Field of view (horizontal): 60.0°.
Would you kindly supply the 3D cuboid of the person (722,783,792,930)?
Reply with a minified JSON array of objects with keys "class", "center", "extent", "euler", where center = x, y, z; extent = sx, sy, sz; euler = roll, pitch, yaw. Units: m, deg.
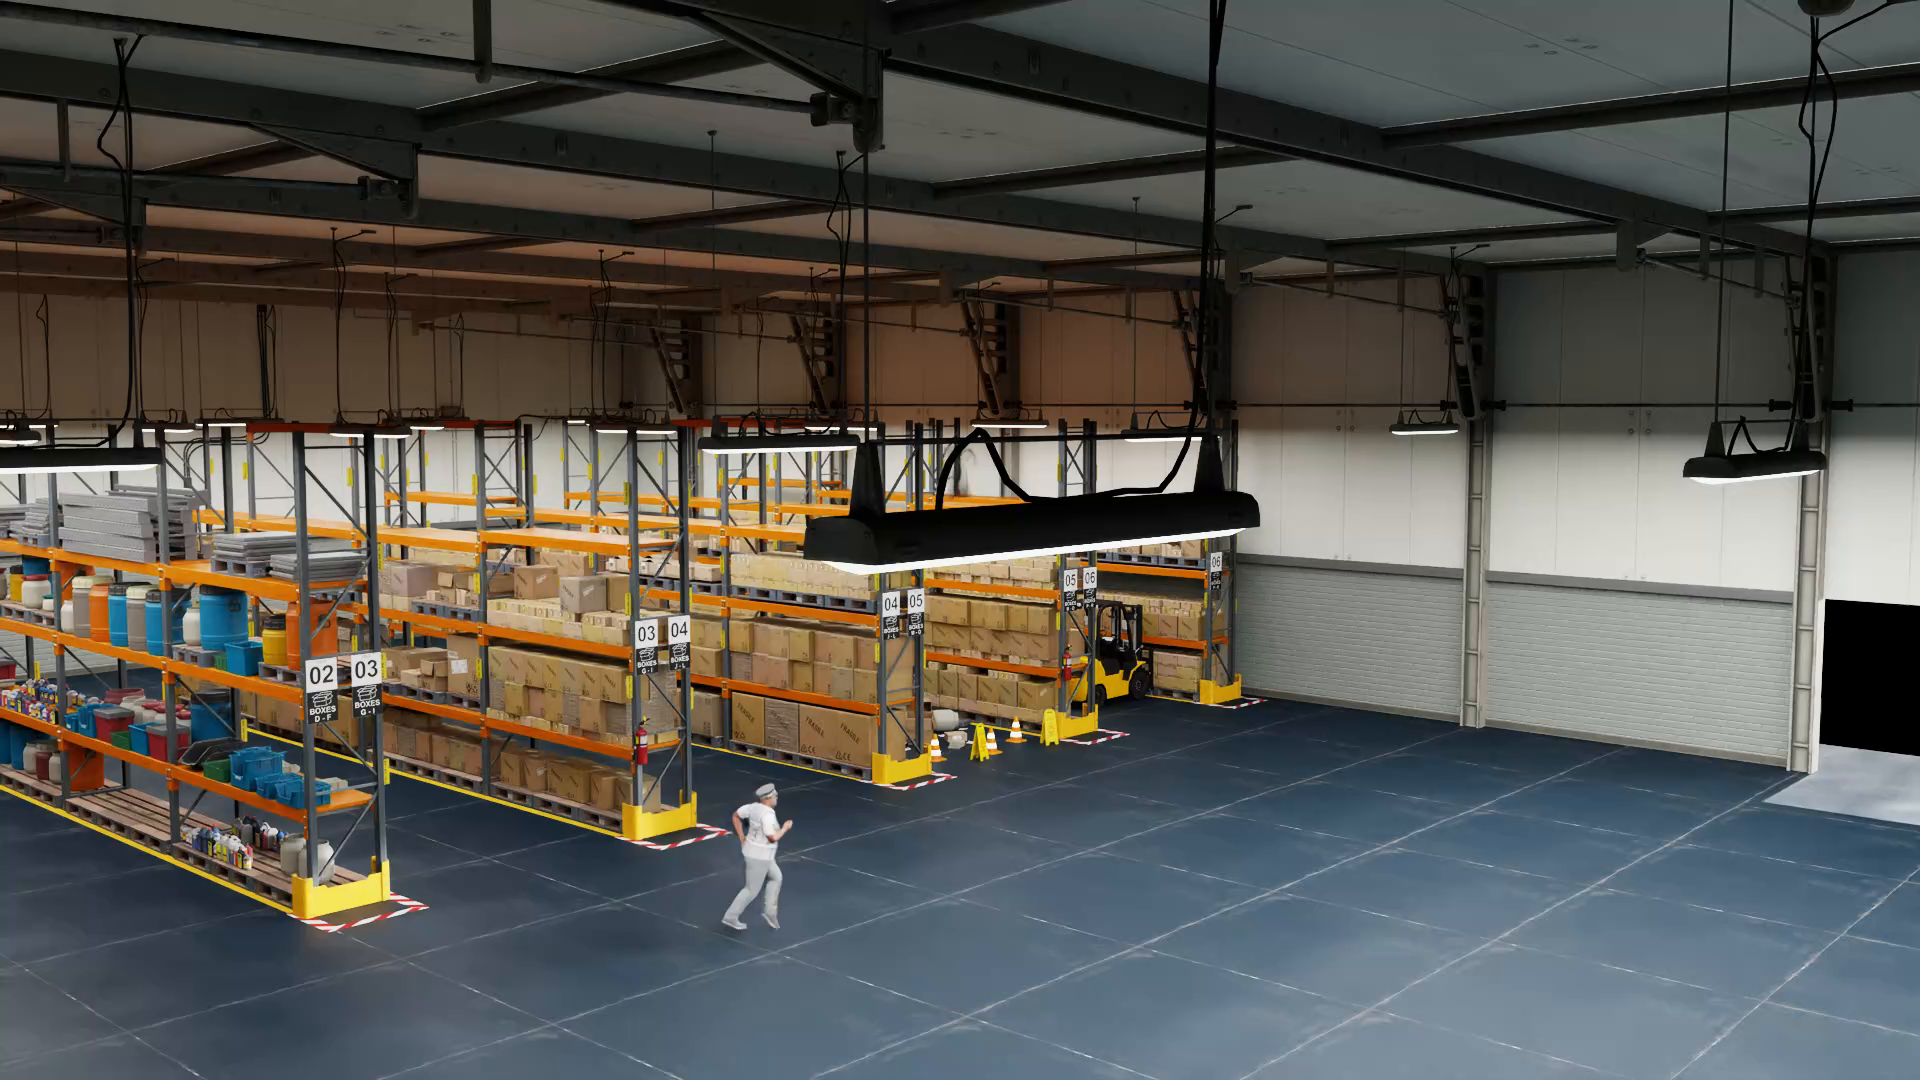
[{"class":"person","center":[-2.434,3.848,19.915],"extent":[0.881,1.857,0.639],"euler":[-2,5,-19]}]
